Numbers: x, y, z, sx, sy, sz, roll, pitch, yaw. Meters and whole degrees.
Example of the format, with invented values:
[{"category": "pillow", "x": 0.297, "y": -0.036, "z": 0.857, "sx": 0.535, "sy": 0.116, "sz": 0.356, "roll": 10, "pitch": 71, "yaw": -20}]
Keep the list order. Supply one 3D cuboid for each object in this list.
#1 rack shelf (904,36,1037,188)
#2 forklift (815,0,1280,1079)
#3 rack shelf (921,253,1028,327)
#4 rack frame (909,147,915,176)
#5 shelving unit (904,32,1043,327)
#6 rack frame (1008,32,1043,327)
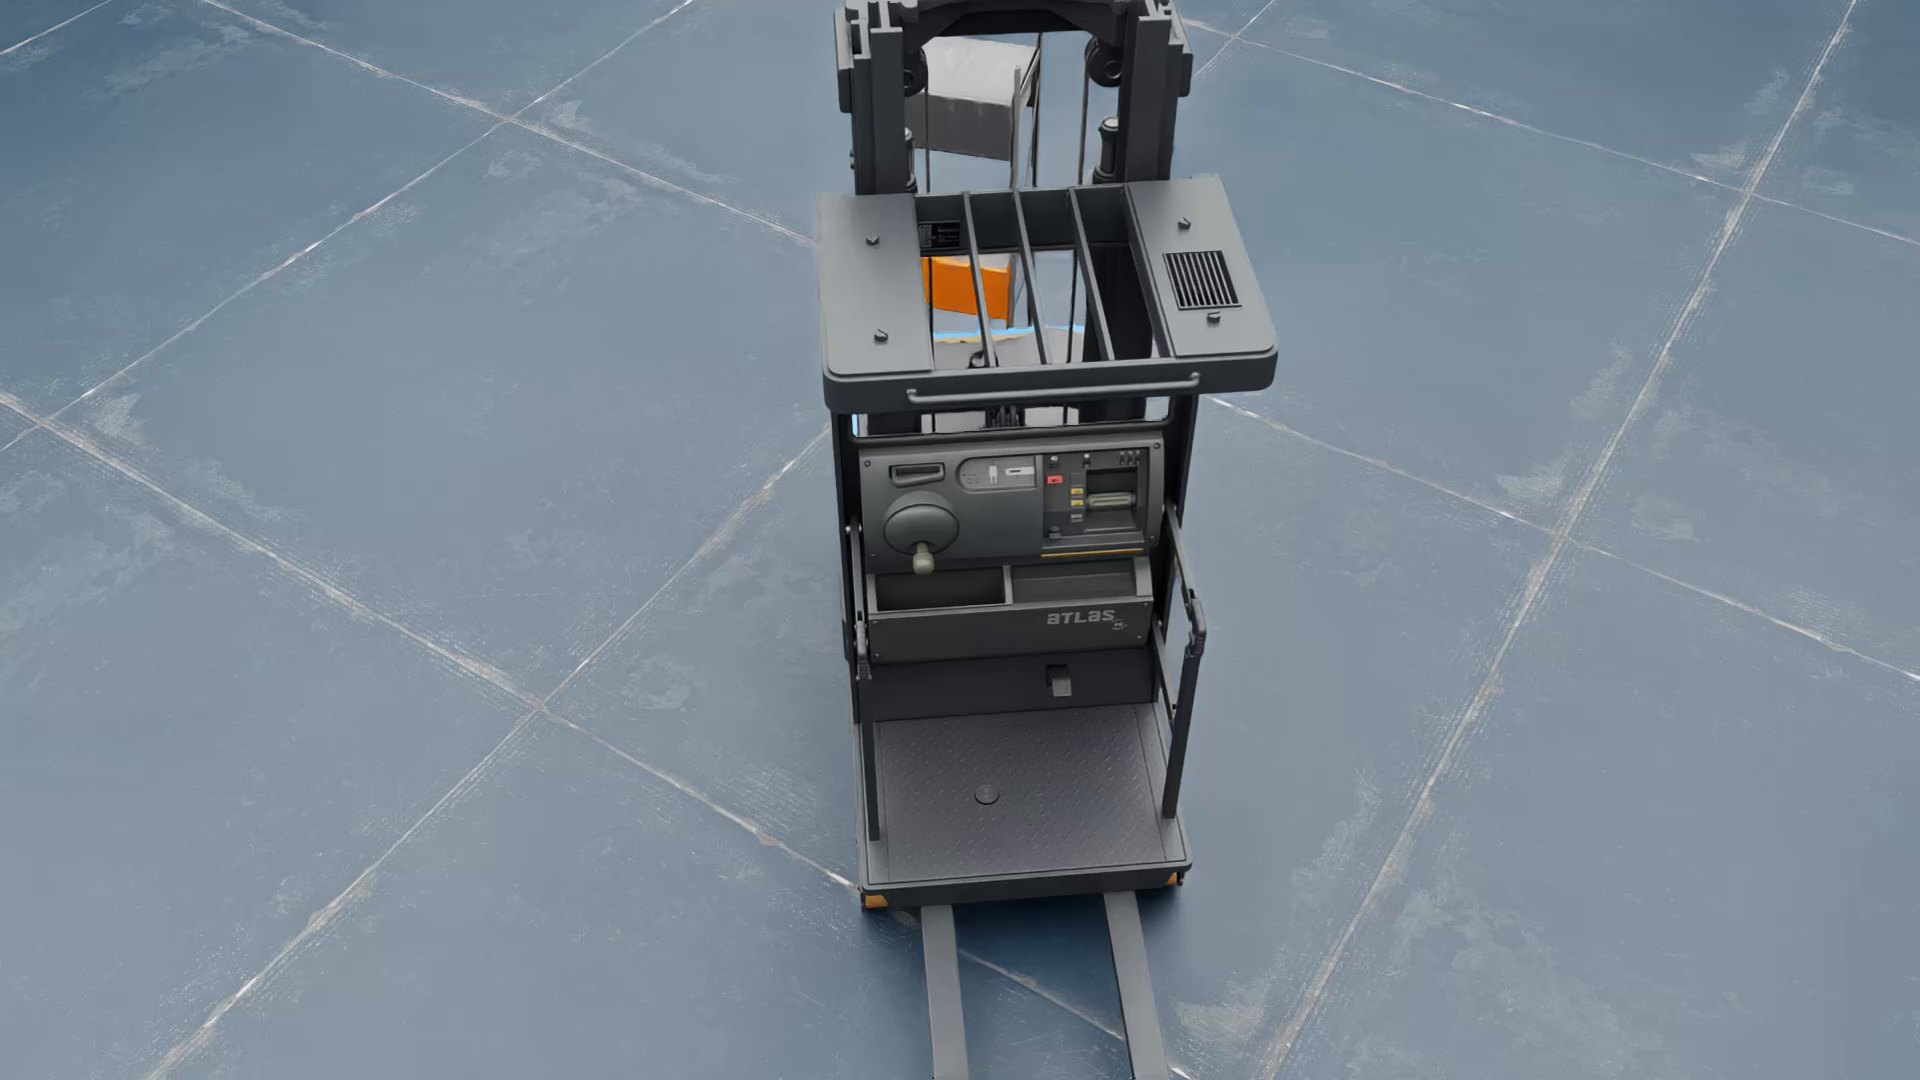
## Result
[{"category": "rack shelf", "x": 0.003, "y": -1.511, "z": 6.019, "sx": 0.480, "sy": 0.518, "sz": 0.431, "roll": 10, "pitch": 47, "yaw": 10}, {"category": "forklift", "x": 0.183, "y": -0.016, "z": 4.943, "sx": 1.130, "sy": 2.935, "sz": 3.031, "roll": -4, "pitch": 46, "yaw": -4}, {"category": "rack shelf", "x": 0.003, "y": -1.023, "z": 6.521, "sx": 0.480, "sy": 0.518, "sz": 0.431, "roll": 10, "pitch": 47, "yaw": 10}, {"category": "rack frame", "x": -0.233, "y": -1.076, "z": 6.554, "sx": 0.015, "sy": 2.100, "sz": 0.400, "roll": 10, "pitch": 47, "yaw": 10}, {"category": "shelving unit", "x": 0.003, "y": -1.033, "z": 6.511, "sx": 0.503, "sy": 2.100, "sz": 0.431, "roll": 10, "pitch": 47, "yaw": 10}, {"category": "rack frame", "x": 0.239, "y": -0.989, "z": 6.469, "sx": 0.015, "sy": 2.100, "sz": 0.400, "roll": 10, "pitch": 47, "yaw": 10}]
